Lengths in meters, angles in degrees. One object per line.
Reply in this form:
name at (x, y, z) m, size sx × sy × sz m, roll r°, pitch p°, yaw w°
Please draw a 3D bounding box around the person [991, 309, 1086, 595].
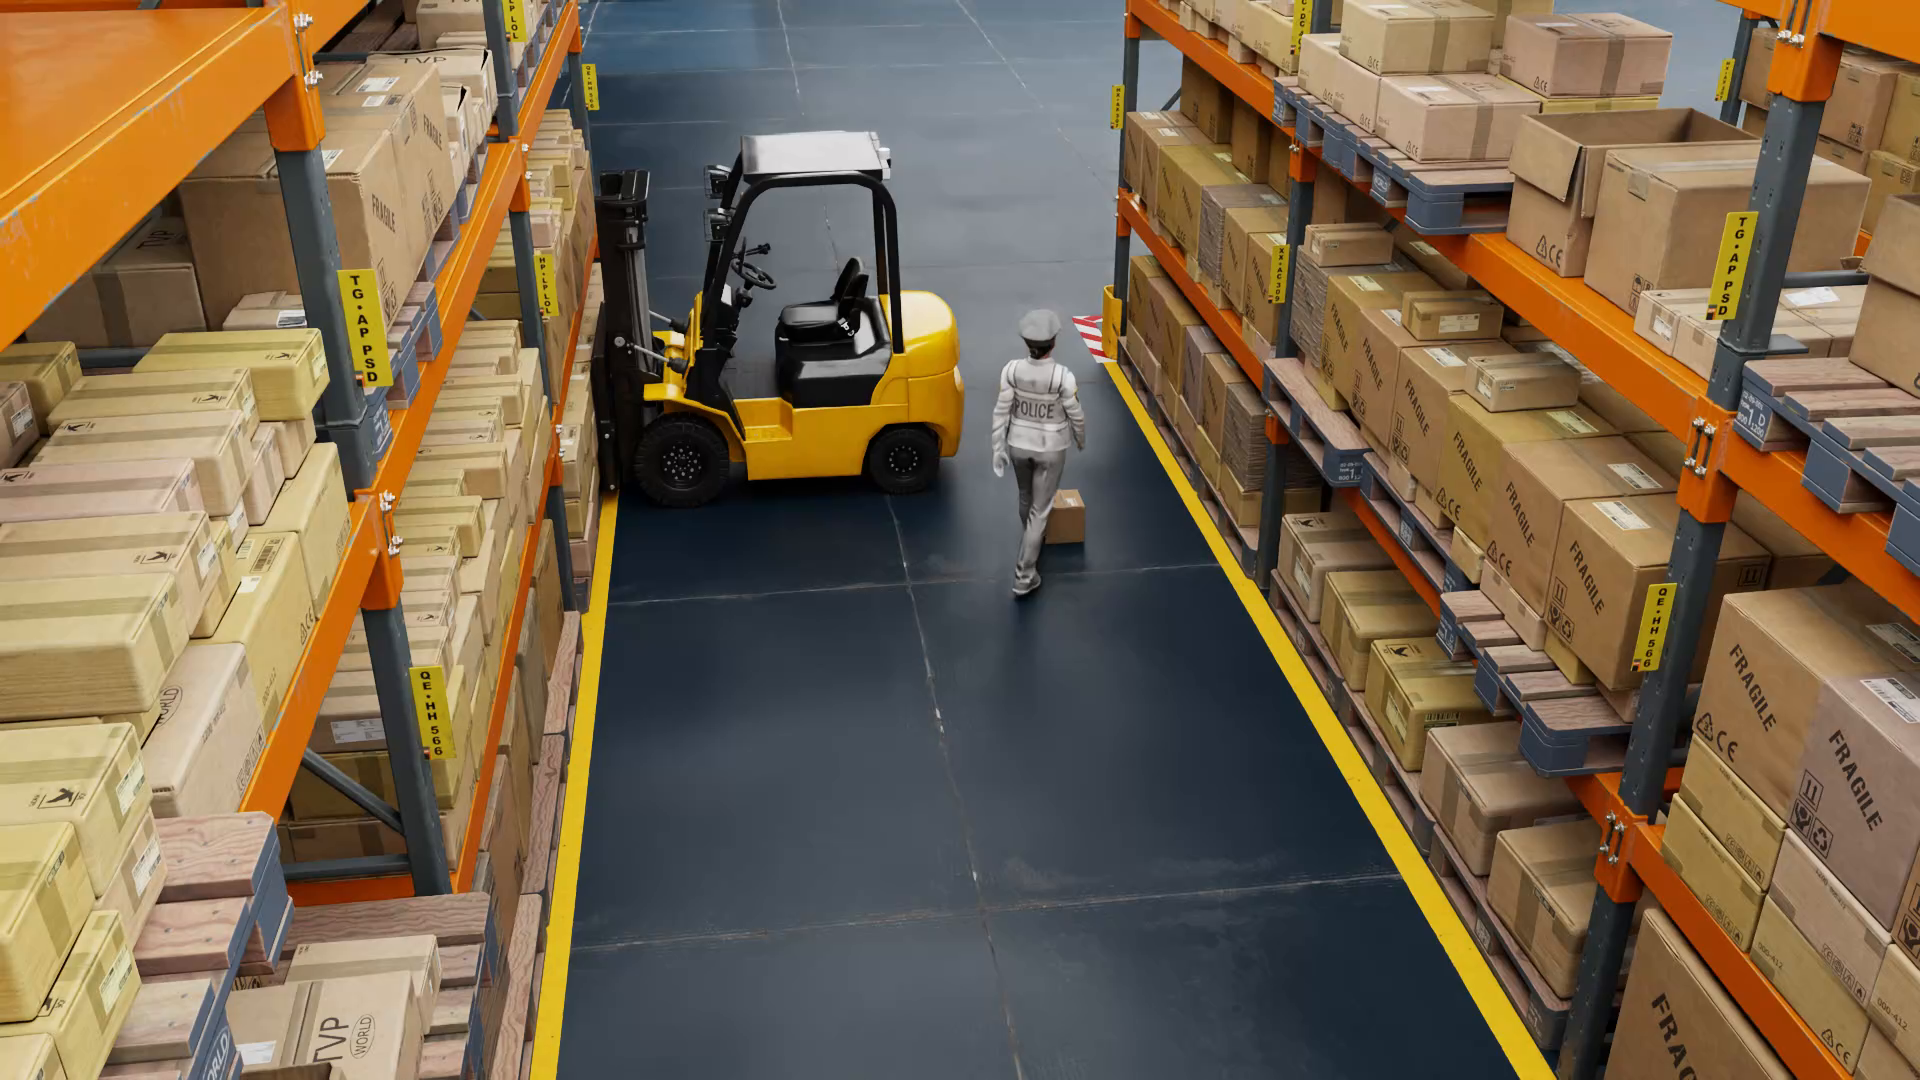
person at (0.483, -0.576, 9.704) m, size 0.516 × 1.639 × 0.916 m, roll 12°, pitch 30°, yaw 22°
